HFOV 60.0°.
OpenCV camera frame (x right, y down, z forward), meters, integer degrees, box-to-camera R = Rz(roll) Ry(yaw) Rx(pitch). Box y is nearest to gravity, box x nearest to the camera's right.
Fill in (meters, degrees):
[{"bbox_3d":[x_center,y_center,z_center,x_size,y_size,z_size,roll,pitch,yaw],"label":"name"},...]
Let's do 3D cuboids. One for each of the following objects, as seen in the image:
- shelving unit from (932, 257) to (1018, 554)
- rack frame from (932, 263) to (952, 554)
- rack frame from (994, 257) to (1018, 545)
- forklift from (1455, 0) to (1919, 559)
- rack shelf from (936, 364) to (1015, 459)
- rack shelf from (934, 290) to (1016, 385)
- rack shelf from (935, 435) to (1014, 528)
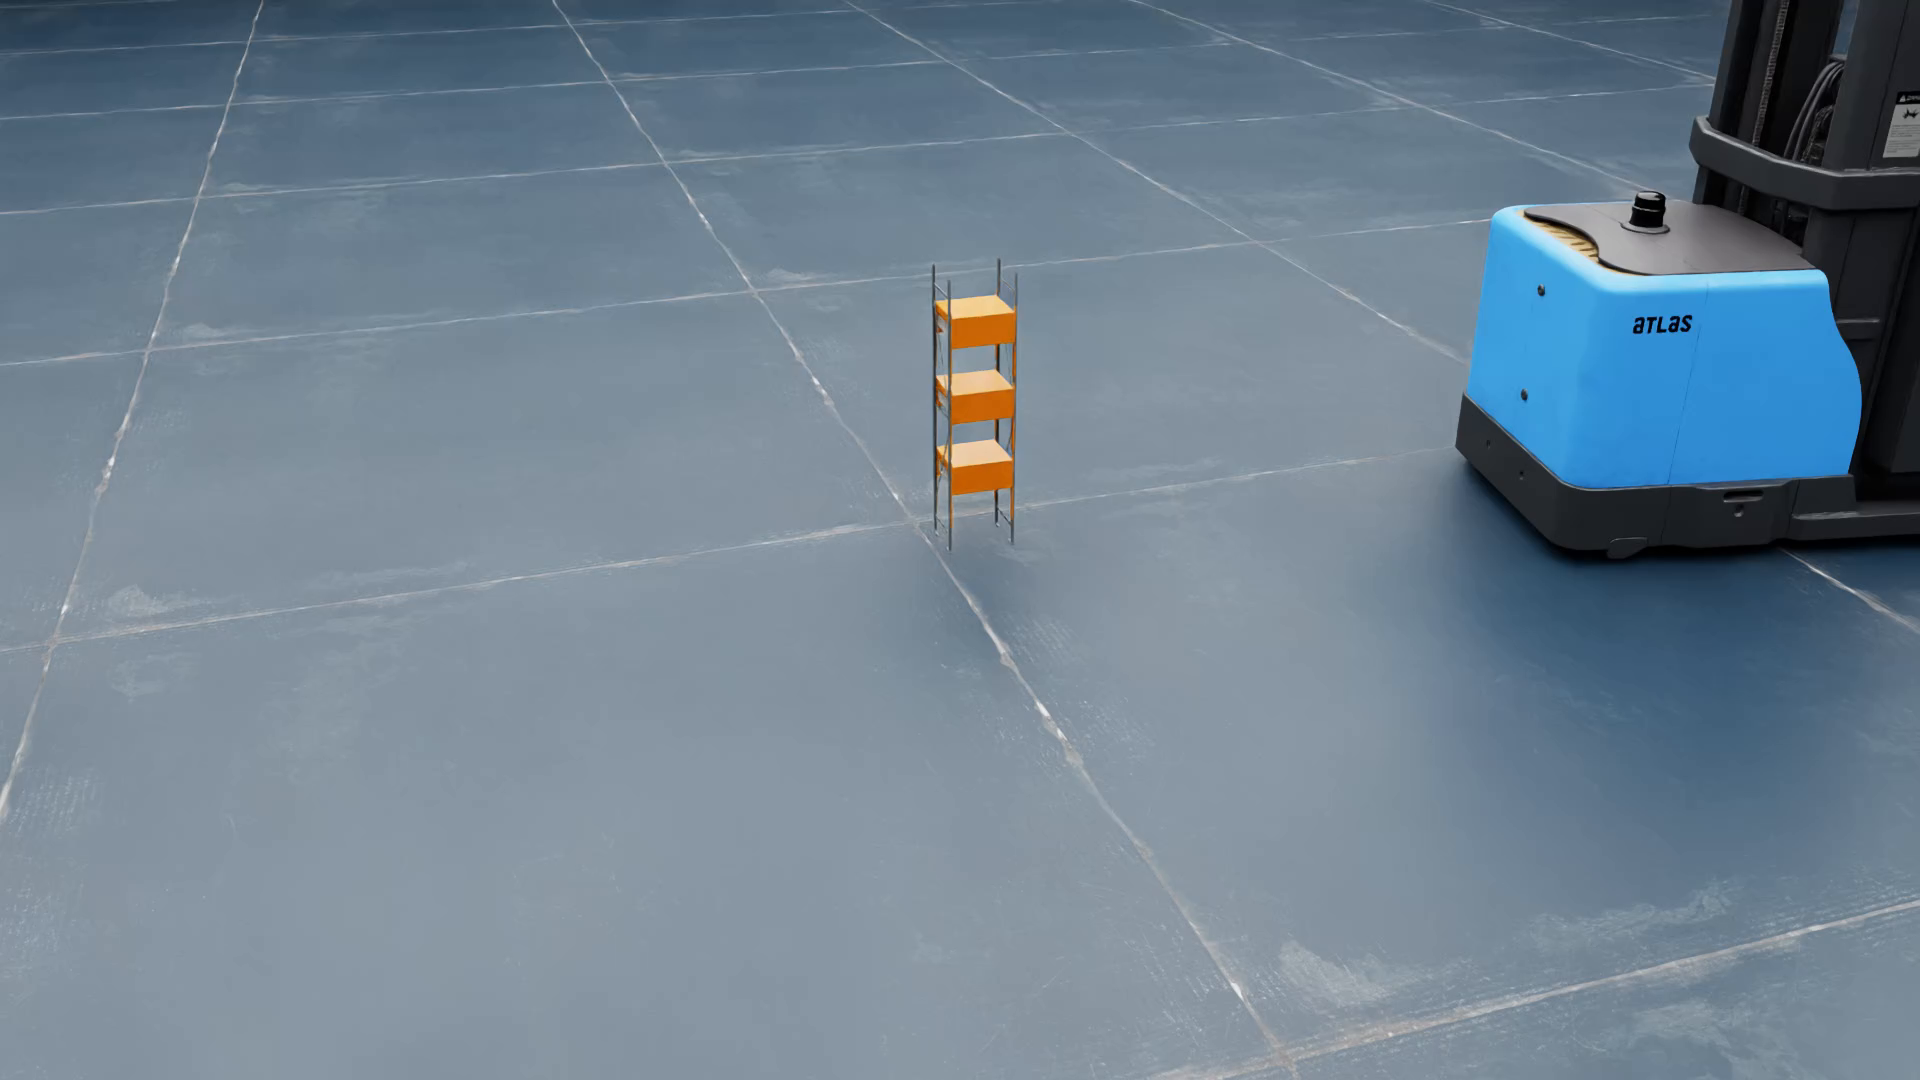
[{"bbox_3d":[0.051,-0.478,6.031,0.252,1.050,0.215,-8,28,-16],"label":"shelving unit"},{"bbox_3d":[-0.065,-0.461,5.998,0.008,1.050,0.200,-8,28,-16],"label":"rack frame"},{"bbox_3d":[0.167,-0.494,6.065,0.008,1.050,0.200,-8,28,-16],"label":"rack frame"},{"bbox_3d":[3.600,-1.522,6.020,3.031,2.935,1.130,-3,27,-7],"label":"forklift"},{"bbox_3d":[0.051,-0.468,6.036,0.240,0.259,0.215,-8,28,-16],"label":"rack shelf"},{"bbox_3d":[0.051,-0.722,5.910,0.240,0.259,0.215,-8,28,-16],"label":"rack shelf"},{"bbox_3d":[0.051,-0.219,6.160,0.240,0.259,0.215,-8,28,-16],"label":"rack shelf"}]
